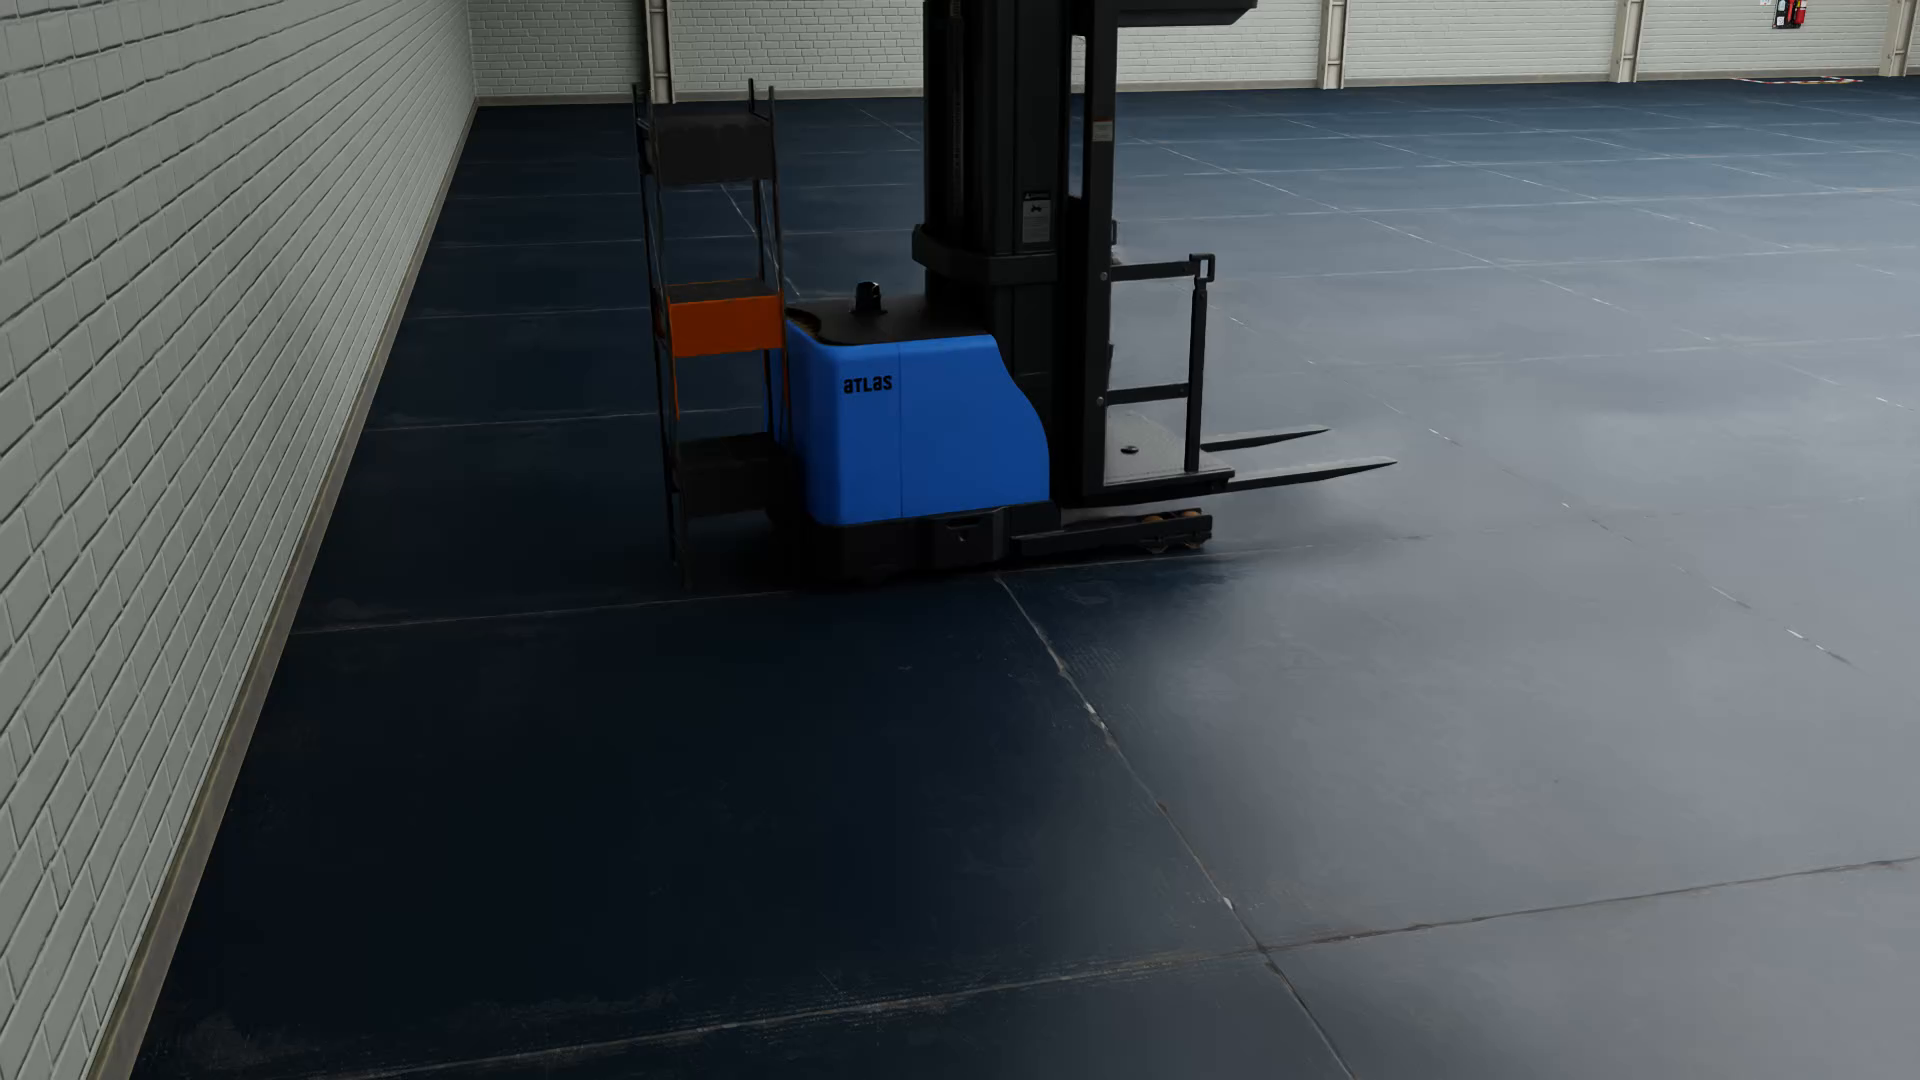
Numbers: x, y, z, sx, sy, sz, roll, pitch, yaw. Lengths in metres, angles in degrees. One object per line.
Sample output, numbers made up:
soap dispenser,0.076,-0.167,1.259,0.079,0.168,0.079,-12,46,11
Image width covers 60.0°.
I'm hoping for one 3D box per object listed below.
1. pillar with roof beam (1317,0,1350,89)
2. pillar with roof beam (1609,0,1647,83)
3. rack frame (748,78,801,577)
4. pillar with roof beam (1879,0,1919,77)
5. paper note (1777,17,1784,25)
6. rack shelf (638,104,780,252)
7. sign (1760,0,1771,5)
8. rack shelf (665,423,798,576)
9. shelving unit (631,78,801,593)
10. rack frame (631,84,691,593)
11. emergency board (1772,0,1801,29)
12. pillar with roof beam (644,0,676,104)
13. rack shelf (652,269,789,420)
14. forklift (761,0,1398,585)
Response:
pillar with roof beam,7.723,-11.013,24.795,0.400,9.000,9.100,-5,21,-12
pillar with roof beam,13.562,-11.488,26.092,0.400,9.000,9.100,-5,21,-12
rack frame,-0.795,-0.886,7.154,0.015,2.100,0.400,-8,22,-18
pillar with roof beam,19.401,-11.962,27.388,0.400,9.000,9.100,-5,21,-12
paper note,15.808,-9.999,32.031,0.142,0.148,0.016,-5,21,-12
rack shelf,-1.037,-1.497,6.839,0.480,0.518,0.431,-8,22,-18
sign,15.435,-10.411,31.823,0.234,0.329,0.001,-5,21,-12
rack shelf,-1.013,-0.185,7.329,0.480,0.518,0.431,-8,22,-18
shelving unit,-1.025,-0.854,7.079,0.503,2.100,0.431,-8,22,-18
rack frame,-1.255,-0.821,7.004,0.015,2.100,0.400,-8,22,-18
emergency board,15.984,-10.409,31.870,0.626,1.169,0.157,-5,21,-12
pillar with roof beam,-3.955,-10.063,22.202,0.400,9.000,9.100,-5,21,-12
rack shelf,-1.025,-0.841,7.084,0.480,0.518,0.431,-8,22,-18
forklift,0.638,-1.480,7.595,3.031,2.935,1.130,-7,21,-19
